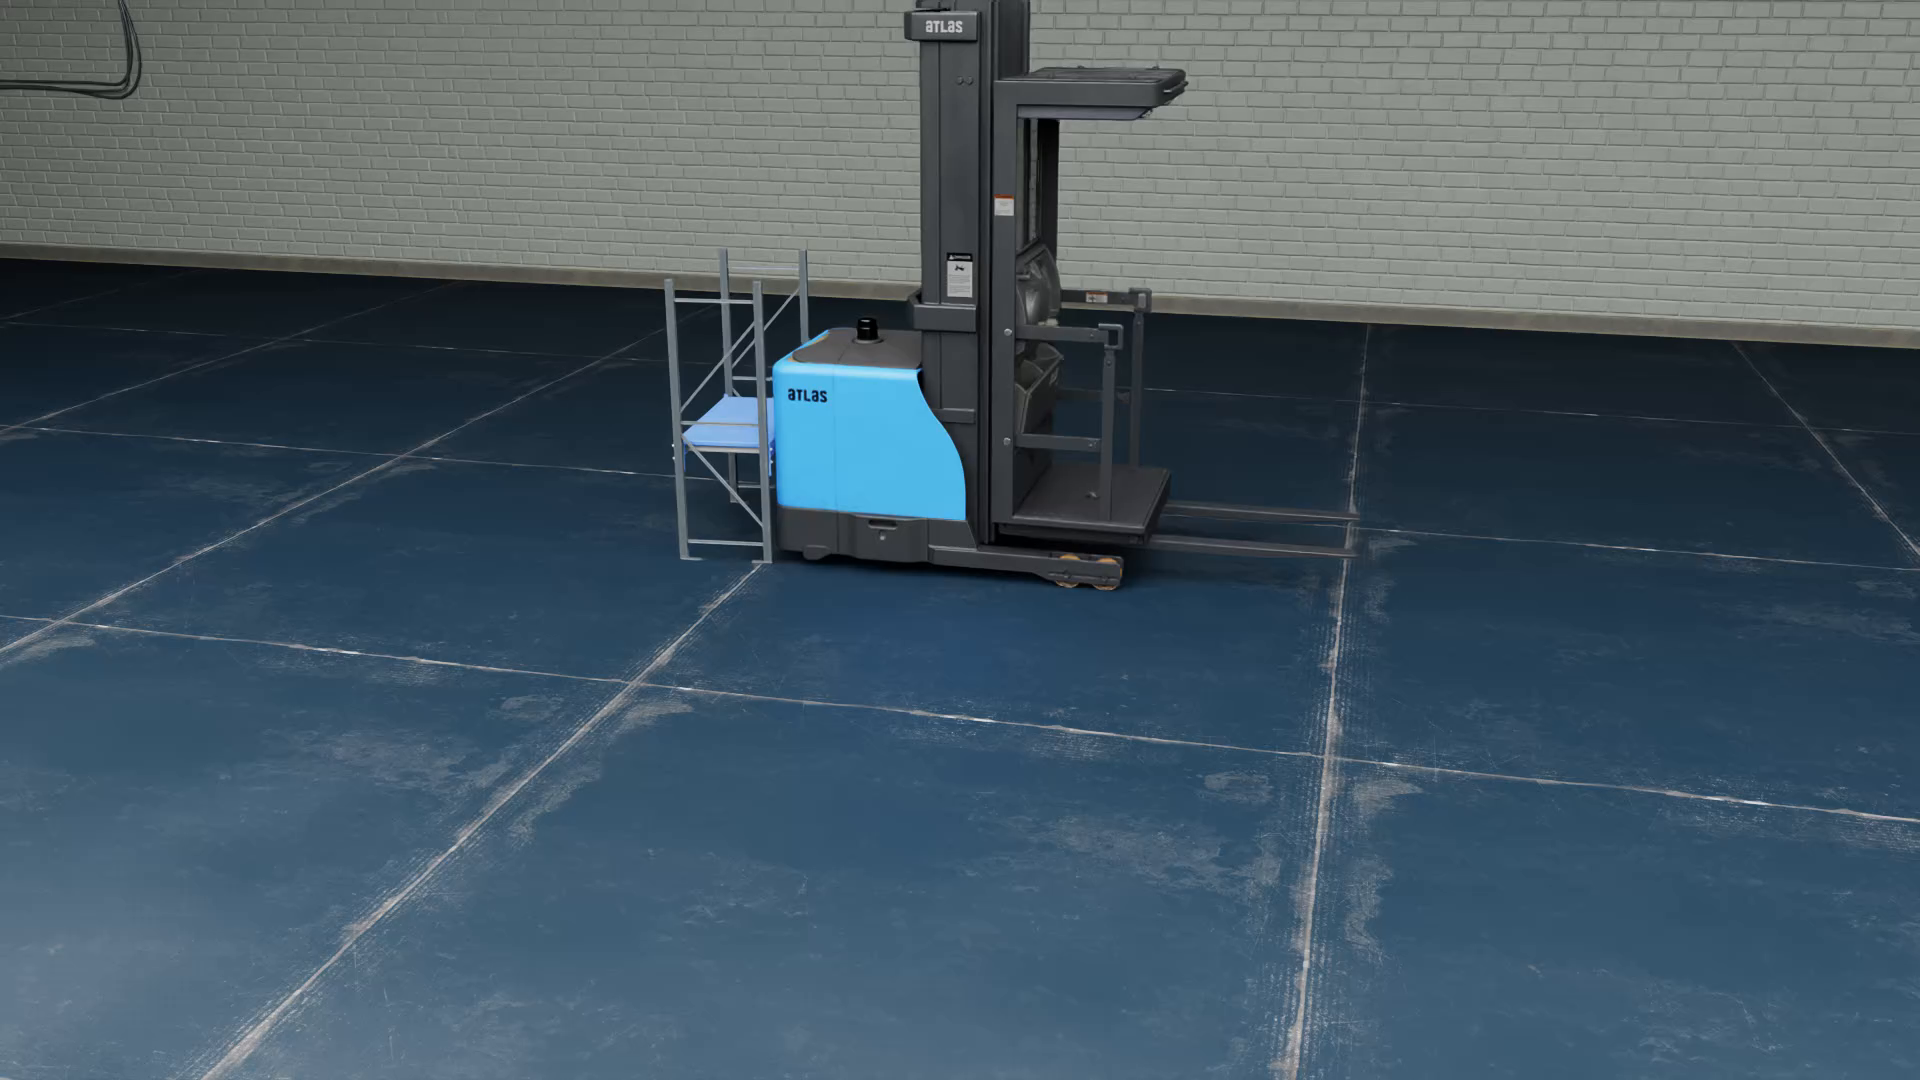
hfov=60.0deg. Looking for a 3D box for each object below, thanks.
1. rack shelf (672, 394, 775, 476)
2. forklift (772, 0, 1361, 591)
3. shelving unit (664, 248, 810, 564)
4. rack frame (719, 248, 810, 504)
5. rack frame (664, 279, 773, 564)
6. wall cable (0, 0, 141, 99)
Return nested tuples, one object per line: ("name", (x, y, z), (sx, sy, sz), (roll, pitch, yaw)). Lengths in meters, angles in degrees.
("rack shelf", (-1.175, -0.589, 9.149), (0.538, 0.185, 1.000), (3, 19, 7))
("forklift", (0.590, -1.317, 8.509), (3.031, 2.935, 1.130), (5, 19, 13))
("shelving unit", (-1.175, -0.760, 9.091), (0.538, 1.500, 1.048), (3, 19, 7))
("rack frame", (-1.106, -0.922, 9.568), (0.500, 1.500, 0.032), (3, 19, 7))
("rack frame", (-1.243, -0.597, 8.615), (0.500, 1.500, 0.032), (3, 19, 7))
("wall cable", (-9.920, -5.830, 17.137), (3.097, 2.526, 0.112), (5, 19, 13))
